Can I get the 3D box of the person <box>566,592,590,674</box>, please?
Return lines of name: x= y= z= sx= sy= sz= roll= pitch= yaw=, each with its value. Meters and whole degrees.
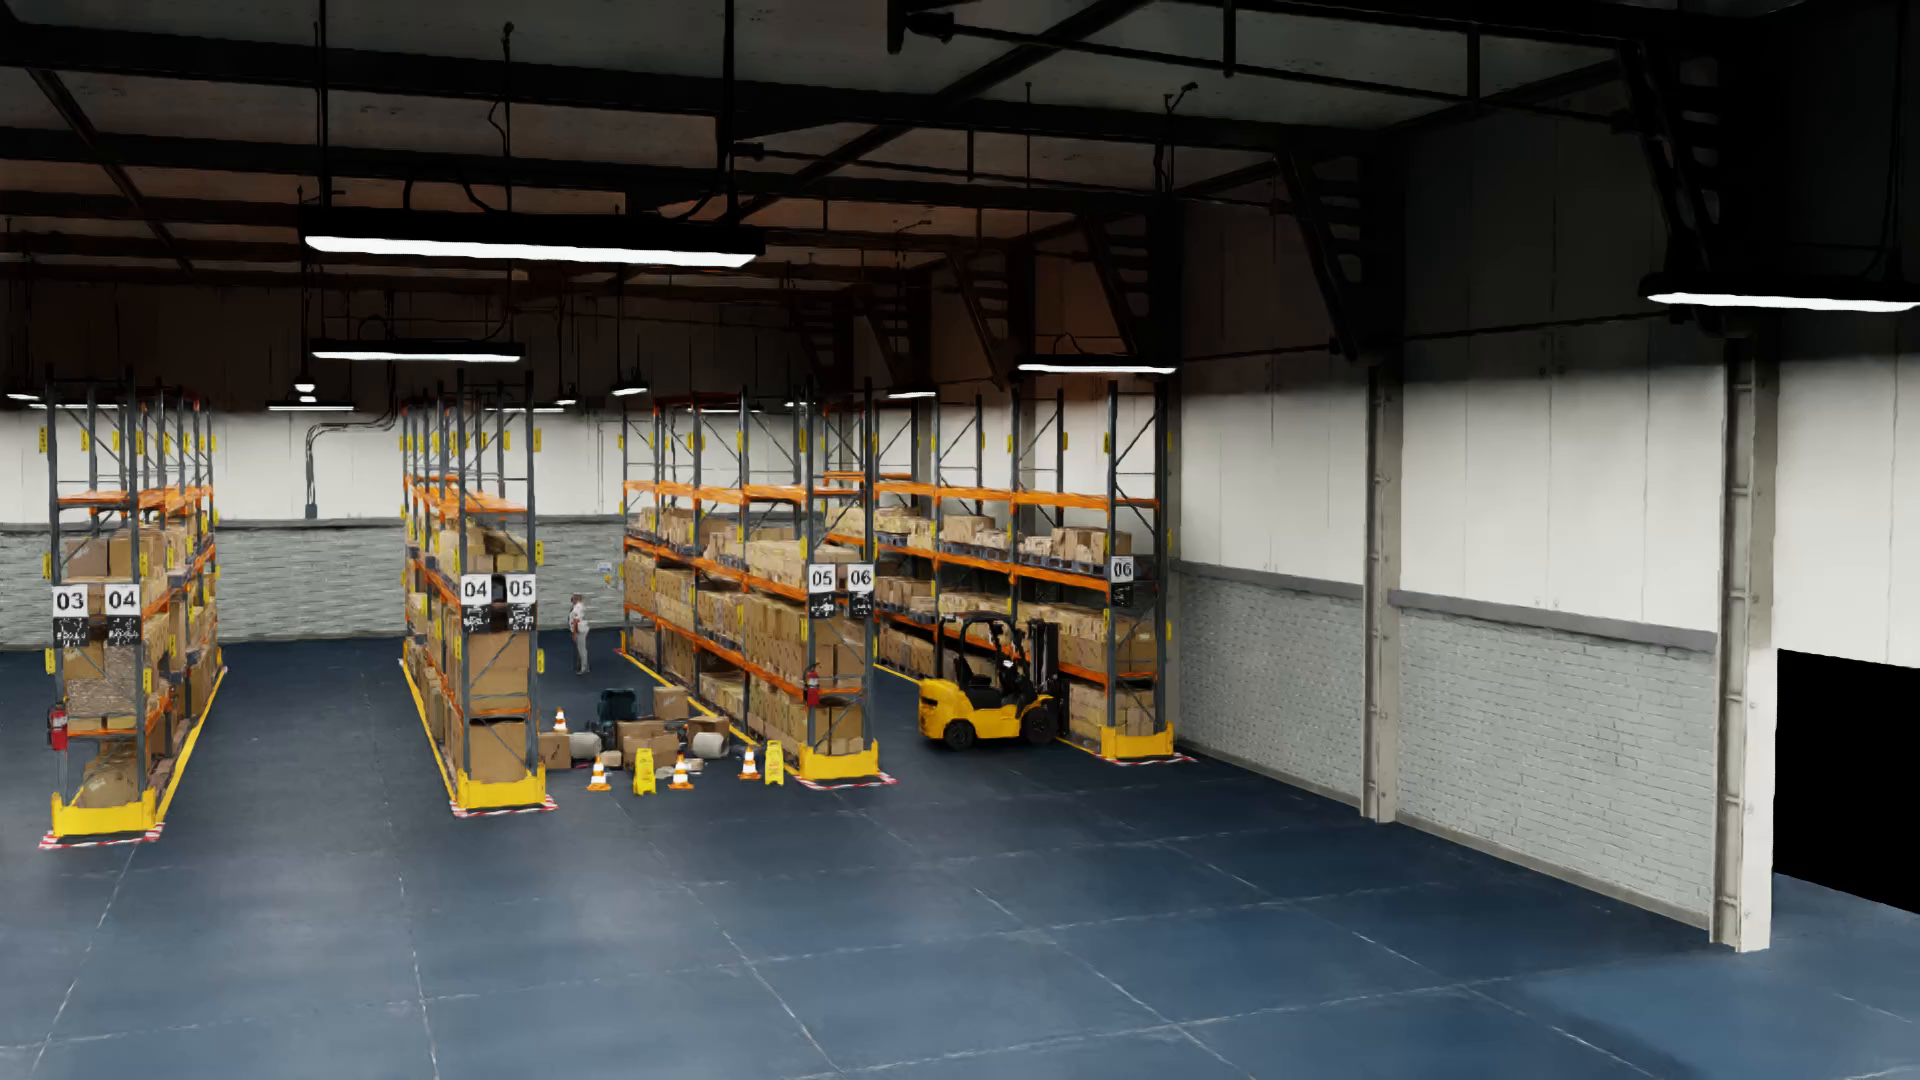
person: x=-8.318 y=2.004 z=36.095 sx=0.550 sy=1.751 sz=0.627 roll=0 pitch=3 yaw=-2
